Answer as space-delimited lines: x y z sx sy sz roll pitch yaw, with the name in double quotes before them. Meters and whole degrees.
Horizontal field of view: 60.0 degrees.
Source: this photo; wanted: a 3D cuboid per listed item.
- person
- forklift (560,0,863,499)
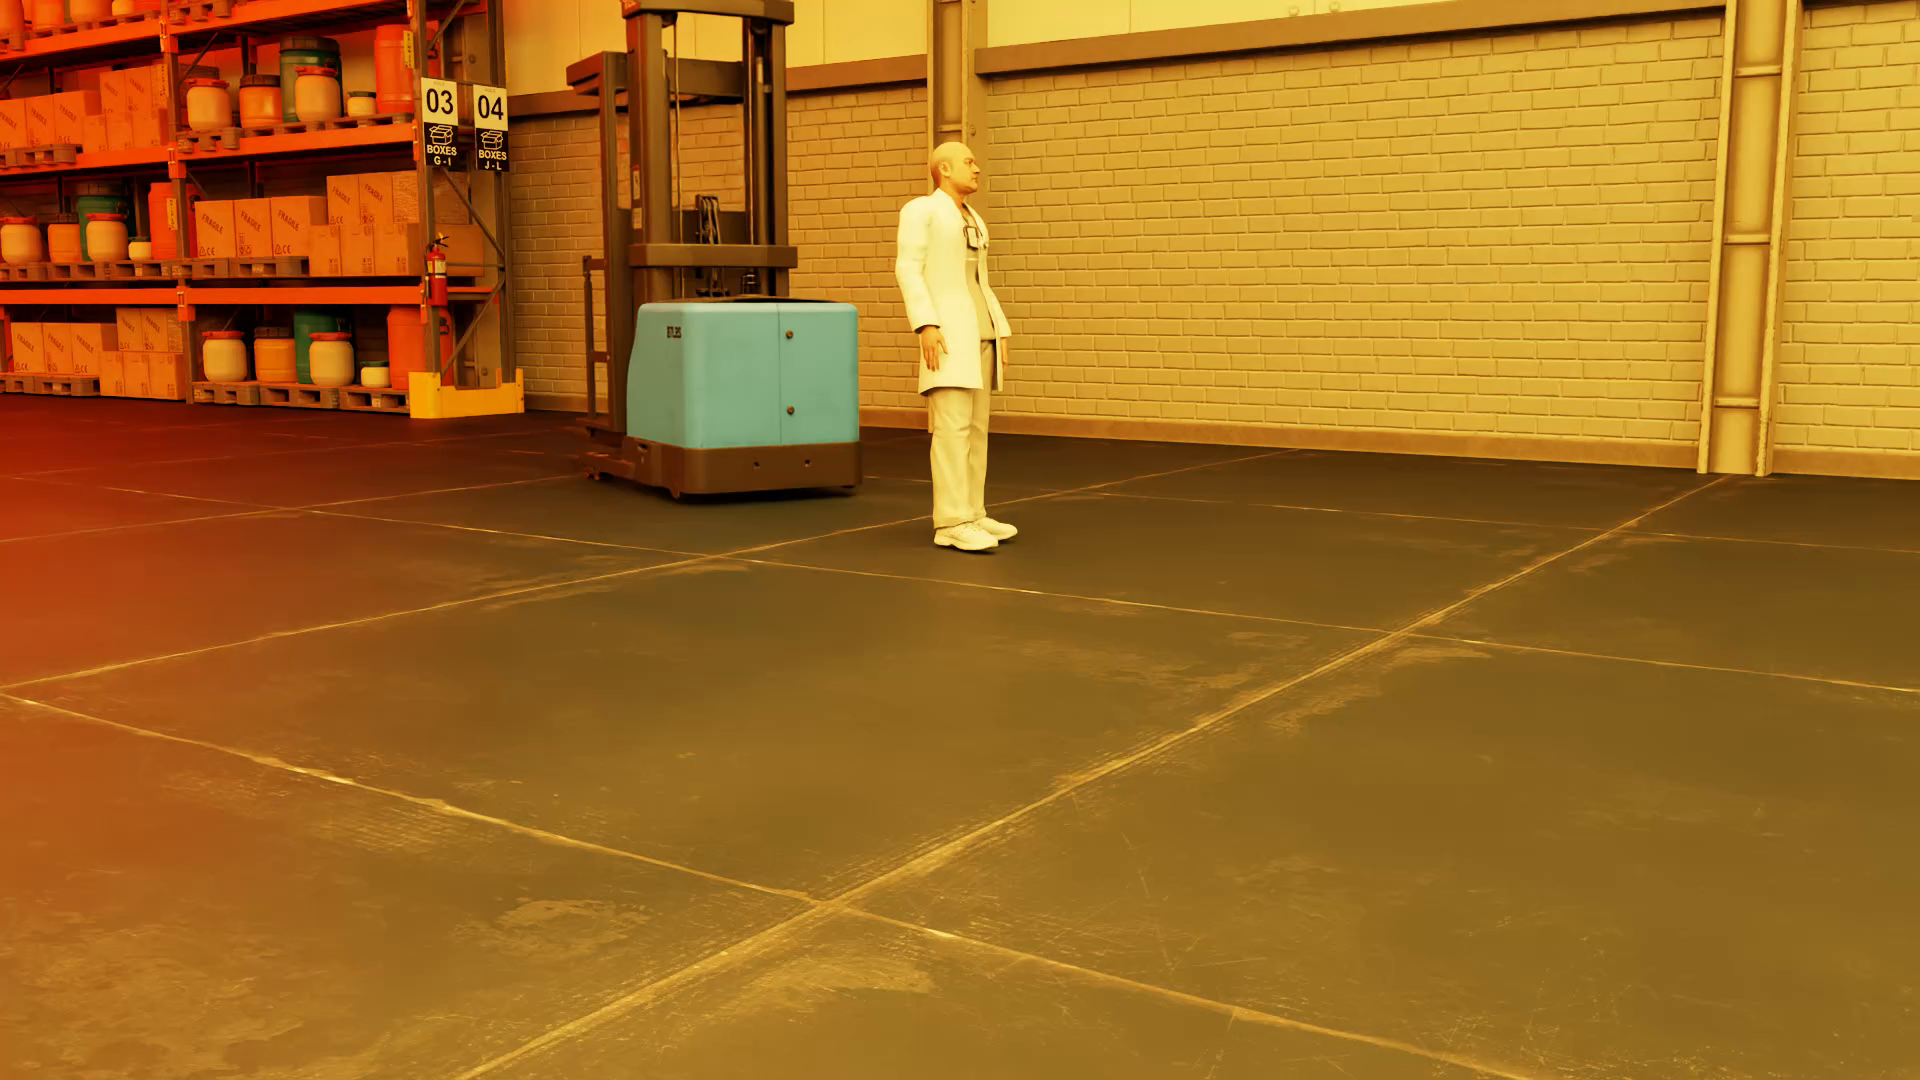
"person" 0.072 -0.879 7.424 0.581 1.775 0.694 5 10 34
"forklift" -1.709 -1.839 10.126 1.130 2.935 3.031 -5 9 -29
